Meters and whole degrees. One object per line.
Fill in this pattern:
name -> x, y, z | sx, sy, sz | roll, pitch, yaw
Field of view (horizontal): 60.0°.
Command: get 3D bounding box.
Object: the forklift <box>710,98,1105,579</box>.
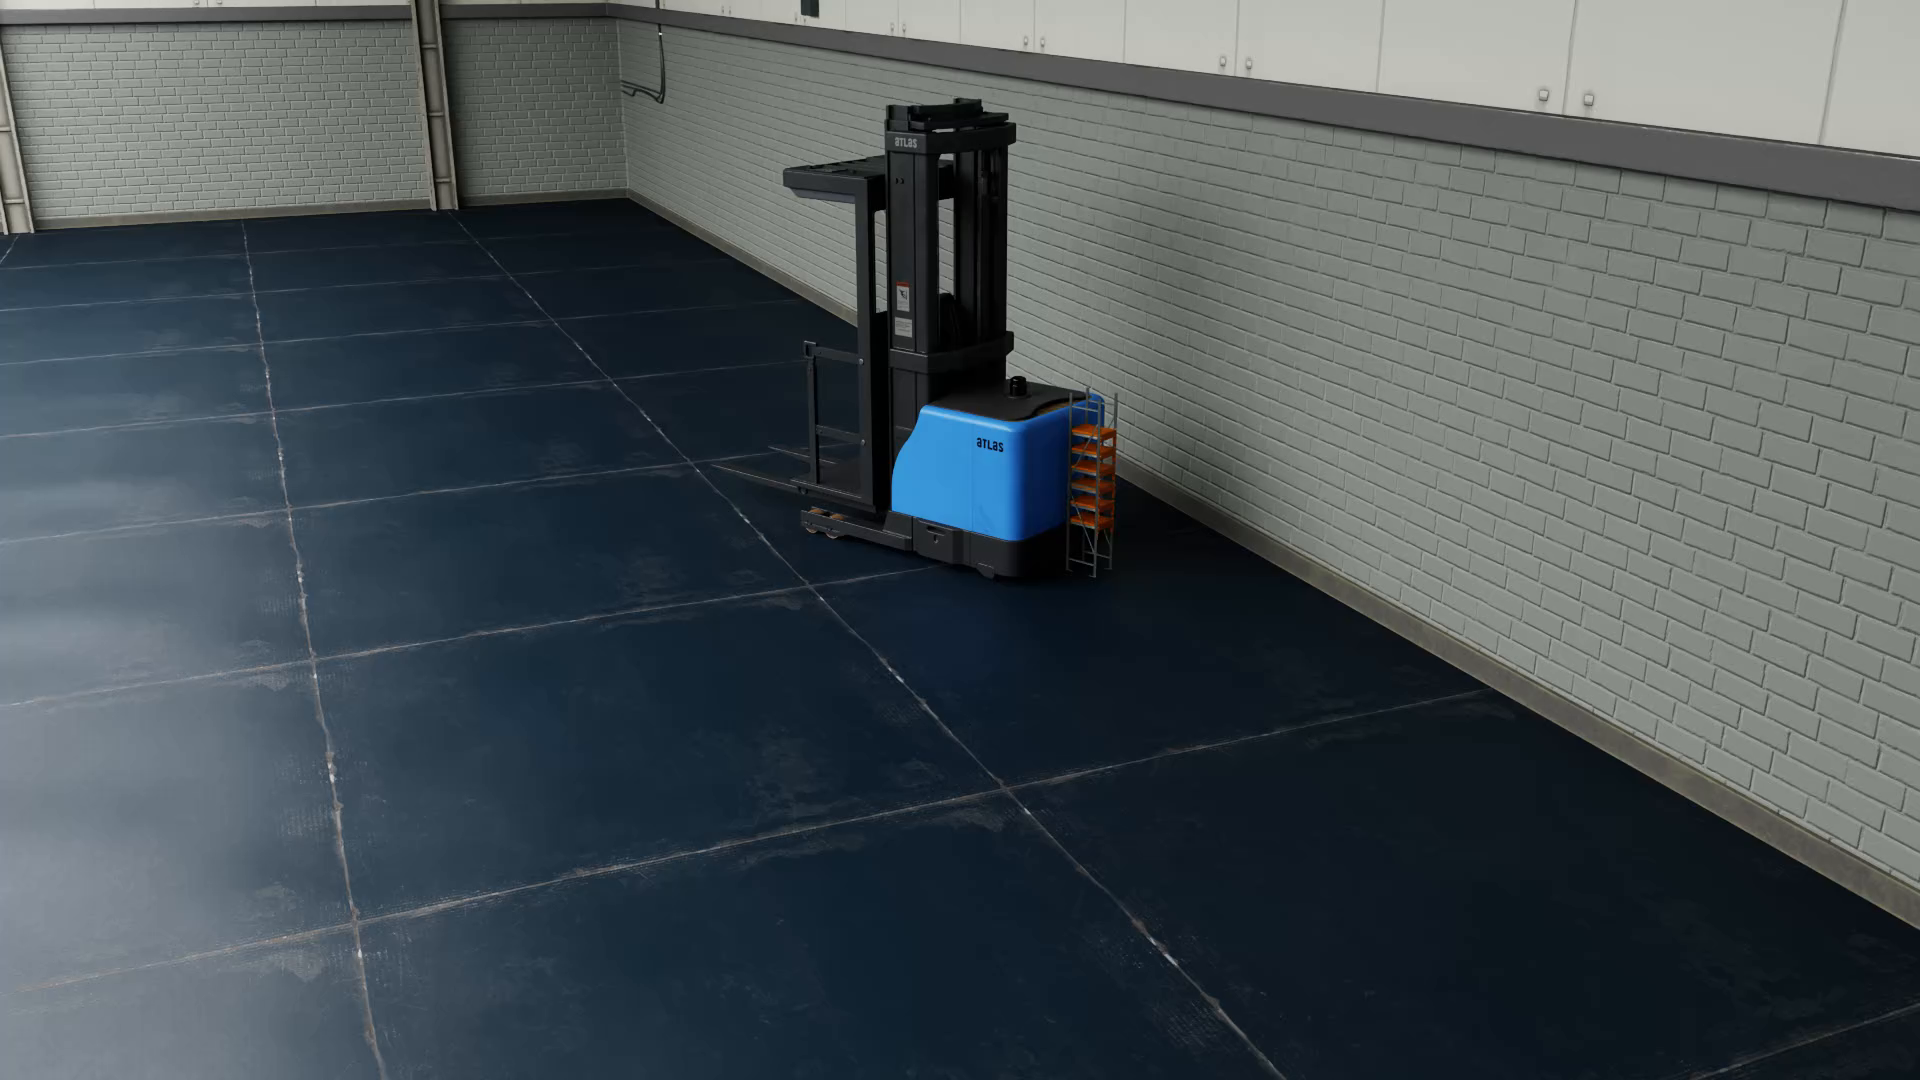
forklift -> -0.489, -1.513, 11.407 | 3.031, 2.935, 1.130 | 15, 24, 36

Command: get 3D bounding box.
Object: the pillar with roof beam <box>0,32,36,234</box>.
pillar with roof beam -> -12.029, -7.434, 19.084 | 0.400, 9.000, 9.100 | -8, 21, -22

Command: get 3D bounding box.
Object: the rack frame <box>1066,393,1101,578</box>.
rack frame -> 0.792, -0.344, 10.694 | 0.240, 1.200, 0.006 | 15, 24, 36

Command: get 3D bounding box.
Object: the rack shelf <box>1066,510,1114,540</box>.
rack shelf -> 0.849, -0.100, 10.855 | 0.258, 0.103, 0.180 | 15, 24, 36

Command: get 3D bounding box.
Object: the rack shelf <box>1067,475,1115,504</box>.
rack shelf -> 0.849, -0.326, 10.776 | 0.258, 0.103, 0.180 | 15, 24, 36

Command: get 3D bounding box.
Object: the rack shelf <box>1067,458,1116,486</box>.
rack shelf -> 0.849, -0.439, 10.736 | 0.258, 0.103, 0.180 | 15, 24, 36

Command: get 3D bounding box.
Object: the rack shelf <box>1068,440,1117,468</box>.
rack shelf -> 0.849, -0.553, 10.696 | 0.258, 0.103, 0.180 | 15, 24, 36

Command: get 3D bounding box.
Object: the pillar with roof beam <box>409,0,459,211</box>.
pillar with roof beam -> -6.520, -8.223, 21.326 | 0.400, 9.000, 9.100 | -8, 21, -22

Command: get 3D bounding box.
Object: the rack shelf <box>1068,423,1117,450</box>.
rack shelf -> 0.849, -0.666, 10.656 | 0.258, 0.103, 0.180 | 15, 24, 36

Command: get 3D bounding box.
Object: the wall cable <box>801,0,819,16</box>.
wall cable -> -1.251, -8.227, 16.217 | 0.169, 6.003, 2.305 | -8, 21, -22

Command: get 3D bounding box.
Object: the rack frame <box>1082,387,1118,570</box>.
rack frame -> 0.907, -0.392, 10.828 | 0.240, 1.200, 0.006 | 15, 24, 36

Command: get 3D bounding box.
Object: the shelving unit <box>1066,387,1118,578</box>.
shelving unit -> 0.849, -0.368, 10.761 | 0.258, 1.200, 0.189 | 15, 24, 36

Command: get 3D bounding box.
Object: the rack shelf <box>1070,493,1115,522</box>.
rack shelf -> 0.849, -0.213, 10.816 | 0.258, 0.103, 0.180 | 15, 24, 36

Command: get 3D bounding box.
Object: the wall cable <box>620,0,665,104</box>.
wall cable -> -4.997, -8.055, 25.526 | 0.112, 2.526, 3.097 | -8, 21, -22
